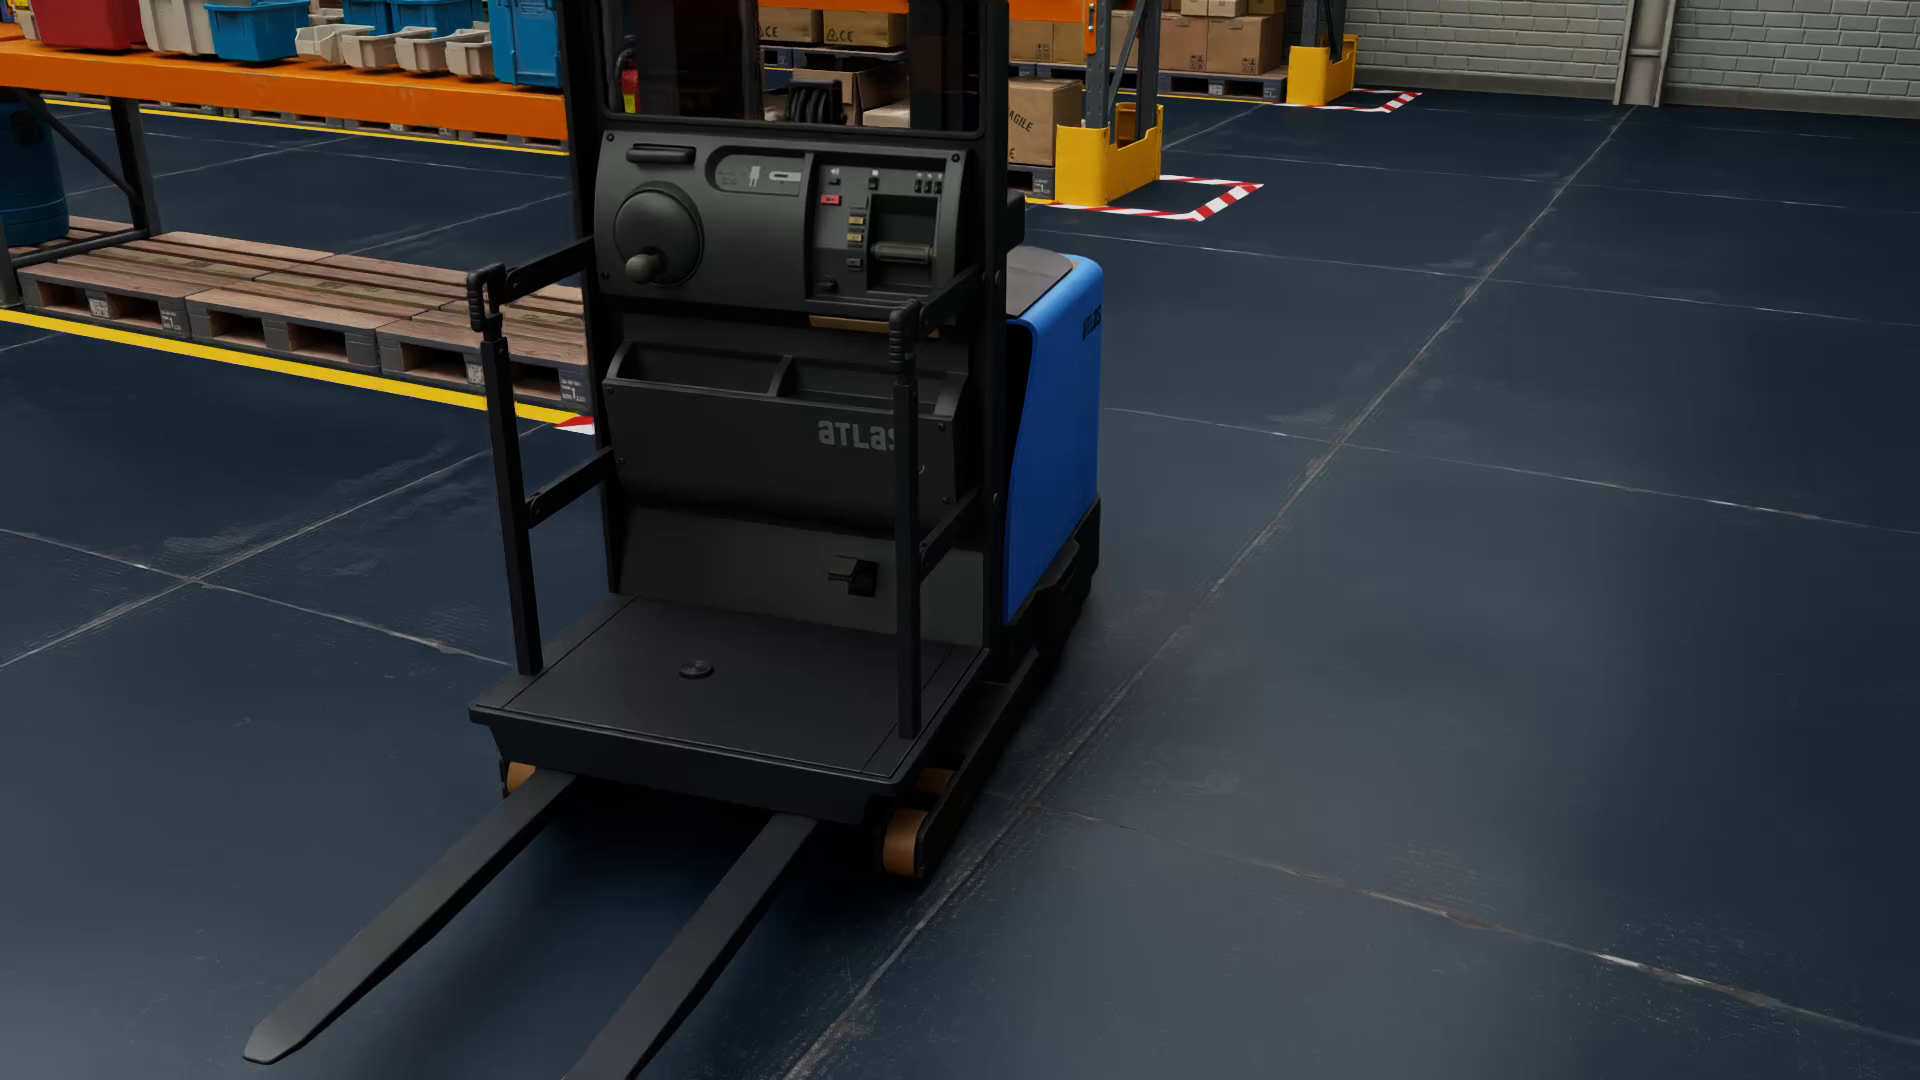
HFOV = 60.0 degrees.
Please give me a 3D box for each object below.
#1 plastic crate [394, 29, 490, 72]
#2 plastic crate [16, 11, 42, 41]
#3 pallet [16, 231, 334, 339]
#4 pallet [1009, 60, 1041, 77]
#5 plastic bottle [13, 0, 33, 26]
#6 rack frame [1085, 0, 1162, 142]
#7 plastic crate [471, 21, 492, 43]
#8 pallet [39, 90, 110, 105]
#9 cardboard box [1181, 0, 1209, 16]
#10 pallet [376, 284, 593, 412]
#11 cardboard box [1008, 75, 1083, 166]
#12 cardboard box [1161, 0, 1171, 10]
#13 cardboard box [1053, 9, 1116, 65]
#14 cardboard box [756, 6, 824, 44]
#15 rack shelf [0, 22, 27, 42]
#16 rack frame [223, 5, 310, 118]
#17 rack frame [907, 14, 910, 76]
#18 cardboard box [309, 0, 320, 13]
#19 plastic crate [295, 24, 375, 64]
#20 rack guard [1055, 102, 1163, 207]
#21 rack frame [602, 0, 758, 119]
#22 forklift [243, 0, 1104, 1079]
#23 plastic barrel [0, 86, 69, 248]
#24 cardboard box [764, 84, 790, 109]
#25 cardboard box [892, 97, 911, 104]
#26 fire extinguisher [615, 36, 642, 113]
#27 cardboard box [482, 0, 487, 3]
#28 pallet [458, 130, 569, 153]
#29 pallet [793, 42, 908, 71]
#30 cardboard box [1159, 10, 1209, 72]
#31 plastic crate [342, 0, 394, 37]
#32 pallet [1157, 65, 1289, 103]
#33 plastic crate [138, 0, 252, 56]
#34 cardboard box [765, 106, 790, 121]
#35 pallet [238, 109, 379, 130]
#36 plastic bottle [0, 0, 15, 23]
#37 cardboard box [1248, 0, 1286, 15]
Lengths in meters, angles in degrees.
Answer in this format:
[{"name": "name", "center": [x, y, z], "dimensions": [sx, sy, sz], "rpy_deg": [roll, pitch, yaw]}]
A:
[{"name": "plastic crate", "center": [-2.210, -2.081, 7.071], "dimensions": [0.243, 0.136, 0.396], "rpy_deg": [11, 25, 25]}, {"name": "plastic crate", "center": [-4.367, -2.518, 8.099], "dimensions": [0.243, 0.136, 0.396], "rpy_deg": [11, 25, 25]}, {"name": "pallet", "center": [-4.045, -1.345, 8.642], "dimensions": [1.213, 0.211, 1.003], "rpy_deg": [11, 25, 25]}, {"name": "pallet", "center": [0.395, -4.759, 16.672], "dimensions": [1.213, 0.211, 1.003], "rpy_deg": [11, 25, 25]}, {"name": "plastic bottle", "center": [-4.922, -2.904, 8.809], "dimensions": [0.185, 0.351, 0.144], "rpy_deg": [11, 25, 25]}, {"name": "rack frame", "center": [1.090, -3.767, 10.776], "dimensions": [0.127, 3.000, 1.000], "rpy_deg": [11, 25, 25]}, {"name": "plastic crate", "center": [-2.075, -2.308, 7.605], "dimensions": [0.298, 0.136, 0.250], "rpy_deg": [11, 25, 25]}, {"name": "pallet", "center": [-7.851, -4.272, 15.524], "dimensions": [1.213, 0.211, 1.003], "rpy_deg": [11, 25, 25]}, {"name": "cardboard box", "center": [2.226, -4.932, 15.343], "dimensions": [0.250, 0.149, 0.380], "rpy_deg": [12, 26, 26]}, {"name": "pallet", "center": [-1.867, -0.914, 7.629], "dimensions": [1.213, 0.211, 1.003], "rpy_deg": [11, 25, 25]}, {"name": "cardboard box", "center": [0.493, -2.829, 11.202], "dimensions": [0.500, 0.500, 0.500], "rpy_deg": [11, 25, 25]}, {"name": "cardboard box", "center": [1.951, -5.154, 15.865], "dimensions": [0.250, 0.149, 0.380], "rpy_deg": [12, 26, 25]}, {"name": "cardboard box", "center": [1.277, -4.898, 16.092], "dimensions": [0.500, 0.500, 0.700], "rpy_deg": [12, 26, 26]}, {"name": "cardboard box", "center": [-1.682, -5.634, 17.374], "dimensions": [0.750, 0.750, 0.750], "rpy_deg": [12, 26, 26]}, {"name": "rack shelf", "center": [-6.503, -2.766, 9.341], "dimensions": [4.000, 0.370, 1.077], "rpy_deg": [11, 25, 25]}, {"name": "rack frame", "center": [-6.050, -5.180, 14.097], "dimensions": [0.127, 3.000, 1.000], "rpy_deg": [11, 25, 25]}, {"name": "rack frame", "center": [-0.248, -6.204, 16.506], "dimensions": [0.127, 3.000, 1.000], "rpy_deg": [11, 25, 25]}, {"name": "cardboard box", "center": [-7.879, -6.600, 20.494], "dimensions": [0.250, 0.166, 0.380], "rpy_deg": [8, 24, 18]}, {"name": "plastic crate", "center": [-2.742, -2.168, 7.274], "dimensions": [0.250, 0.136, 0.298], "rpy_deg": [11, 25, 25]}, {"name": "rack guard", "center": [1.022, -2.630, 11.296], "dimensions": [0.348, 0.500, 1.175], "rpy_deg": [11, 25, 25]}, {"name": "rack frame", "center": [-1.149, -2.038, 6.709], "dimensions": [0.127, 3.000, 1.000], "rpy_deg": [11, 25, 25]}, {"name": "forklift", "center": [-0.500, -0.735, 3.732], "dimensions": [1.130, 2.935, 3.031], "rpy_deg": [7, 24, 17]}, {"name": "plastic barrel", "center": [-5.196, -2.074, 8.938], "dimensions": [0.708, 0.901, 0.600], "rpy_deg": [11, 25, 25]}, {"name": "cardboard box", "center": [-1.174, -3.305, 12.561], "dimensions": [0.500, 0.311, 0.500], "rpy_deg": [11, 25, 25]}, {"name": "cardboard box", "center": [-0.160, -3.076, 12.101], "dimensions": [0.500, 0.250, 0.500], "rpy_deg": [11, 25, 25]}, {"name": "fire extinguisher", "center": [-1.219, -1.645, 6.361], "dimensions": [0.183, 0.674, 0.296], "rpy_deg": [11, 25, 25]}, {"name": "cardboard box", "center": [-4.142, -4.306, 13.717], "dimensions": [0.500, 0.250, 0.500], "rpy_deg": [11, 25, 24]}, {"name": "pallet", "center": [-3.223, -3.321, 13.289], "dimensions": [1.213, 0.211, 1.003], "rpy_deg": [11, 25, 25]}, {"name": "pallet", "center": [-0.971, -5.031, 17.310], "dimensions": [1.213, 0.211, 1.003], "rpy_deg": [11, 25, 25]}, {"name": "cardboard box", "center": [2.205, -4.718, 15.668], "dimensions": [0.500, 0.500, 0.700], "rpy_deg": [11, 25, 24]}, {"name": "plastic crate", "center": [-2.663, -2.433, 7.774], "dimensions": [0.300, 0.233, 0.416], "rpy_deg": [11, 25, 25]}, {"name": "pallet", "center": [2.573, -4.329, 15.659], "dimensions": [1.213, 0.211, 1.003], "rpy_deg": [11, 25, 25]}, {"name": "plastic crate", "center": [-3.439, -2.383, 7.596], "dimensions": [0.530, 0.282, 0.437], "rpy_deg": [11, 25, 25]}, {"name": "cardboard box", "center": [-1.427, -3.073, 12.202], "dimensions": [0.250, 0.166, 0.380], "rpy_deg": [11, 25, 25]}, {"name": "pallet", "center": [-5.400, -3.752, 14.302], "dimensions": [1.213, 0.211, 1.003], "rpy_deg": [11, 25, 25]}, {"name": "plastic bottle", "center": [-5.170, -2.954, 9.027], "dimensions": [0.097, 0.271, 0.097], "rpy_deg": [0, 23, 0]}, {"name": "cardboard box", "center": [2.853, -4.976, 15.446], "dimensions": [0.250, 0.149, 0.380], "rpy_deg": [11, 26, 25]}]
